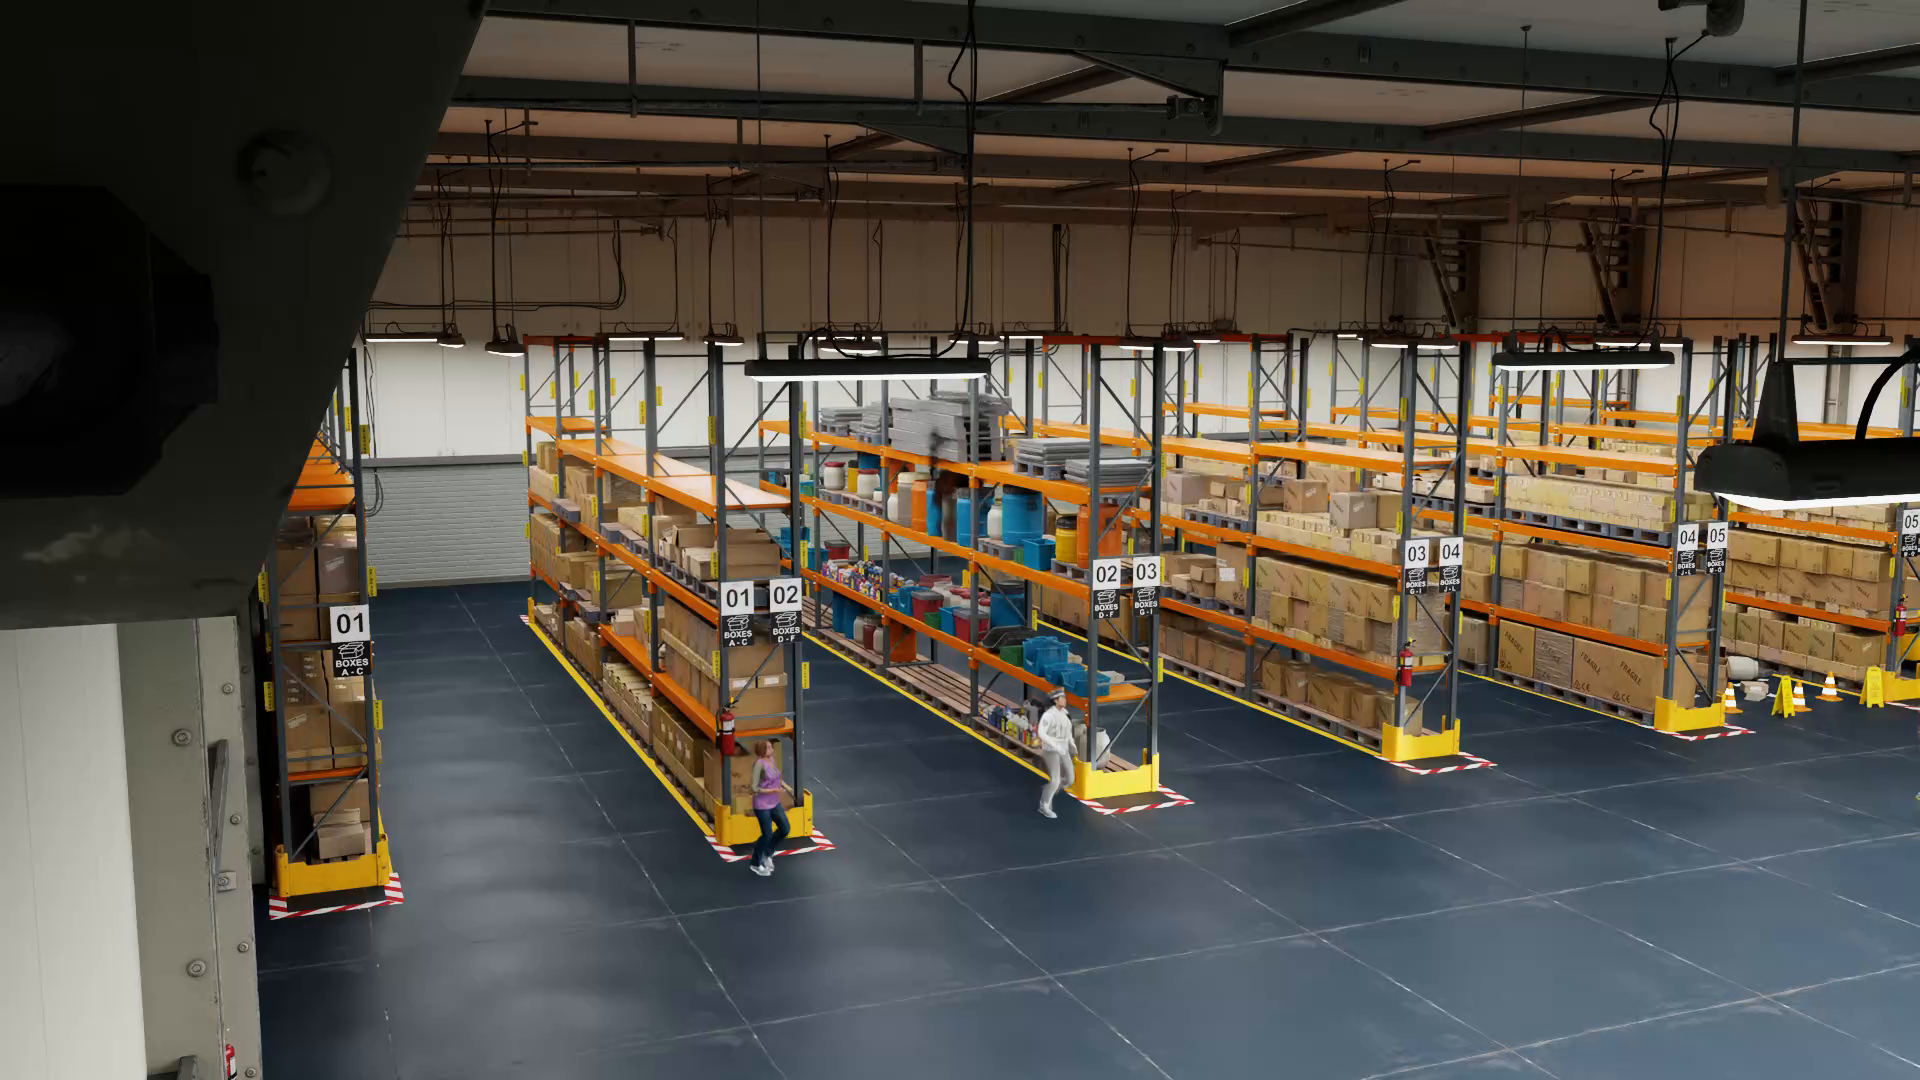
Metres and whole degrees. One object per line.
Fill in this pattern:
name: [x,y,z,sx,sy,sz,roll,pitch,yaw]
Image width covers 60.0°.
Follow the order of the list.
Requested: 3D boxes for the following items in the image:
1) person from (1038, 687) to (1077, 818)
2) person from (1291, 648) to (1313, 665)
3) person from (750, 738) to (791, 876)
person: [1.278,2.705,21.272,0.466,1.650,0.690,7,10,41]
person: [6.273,1.482,30.403,0.620,1.635,0.824,-4,9,-29]
person: [-2.160,3.046,18.963,0.527,1.590,0.549,3,8,20]
